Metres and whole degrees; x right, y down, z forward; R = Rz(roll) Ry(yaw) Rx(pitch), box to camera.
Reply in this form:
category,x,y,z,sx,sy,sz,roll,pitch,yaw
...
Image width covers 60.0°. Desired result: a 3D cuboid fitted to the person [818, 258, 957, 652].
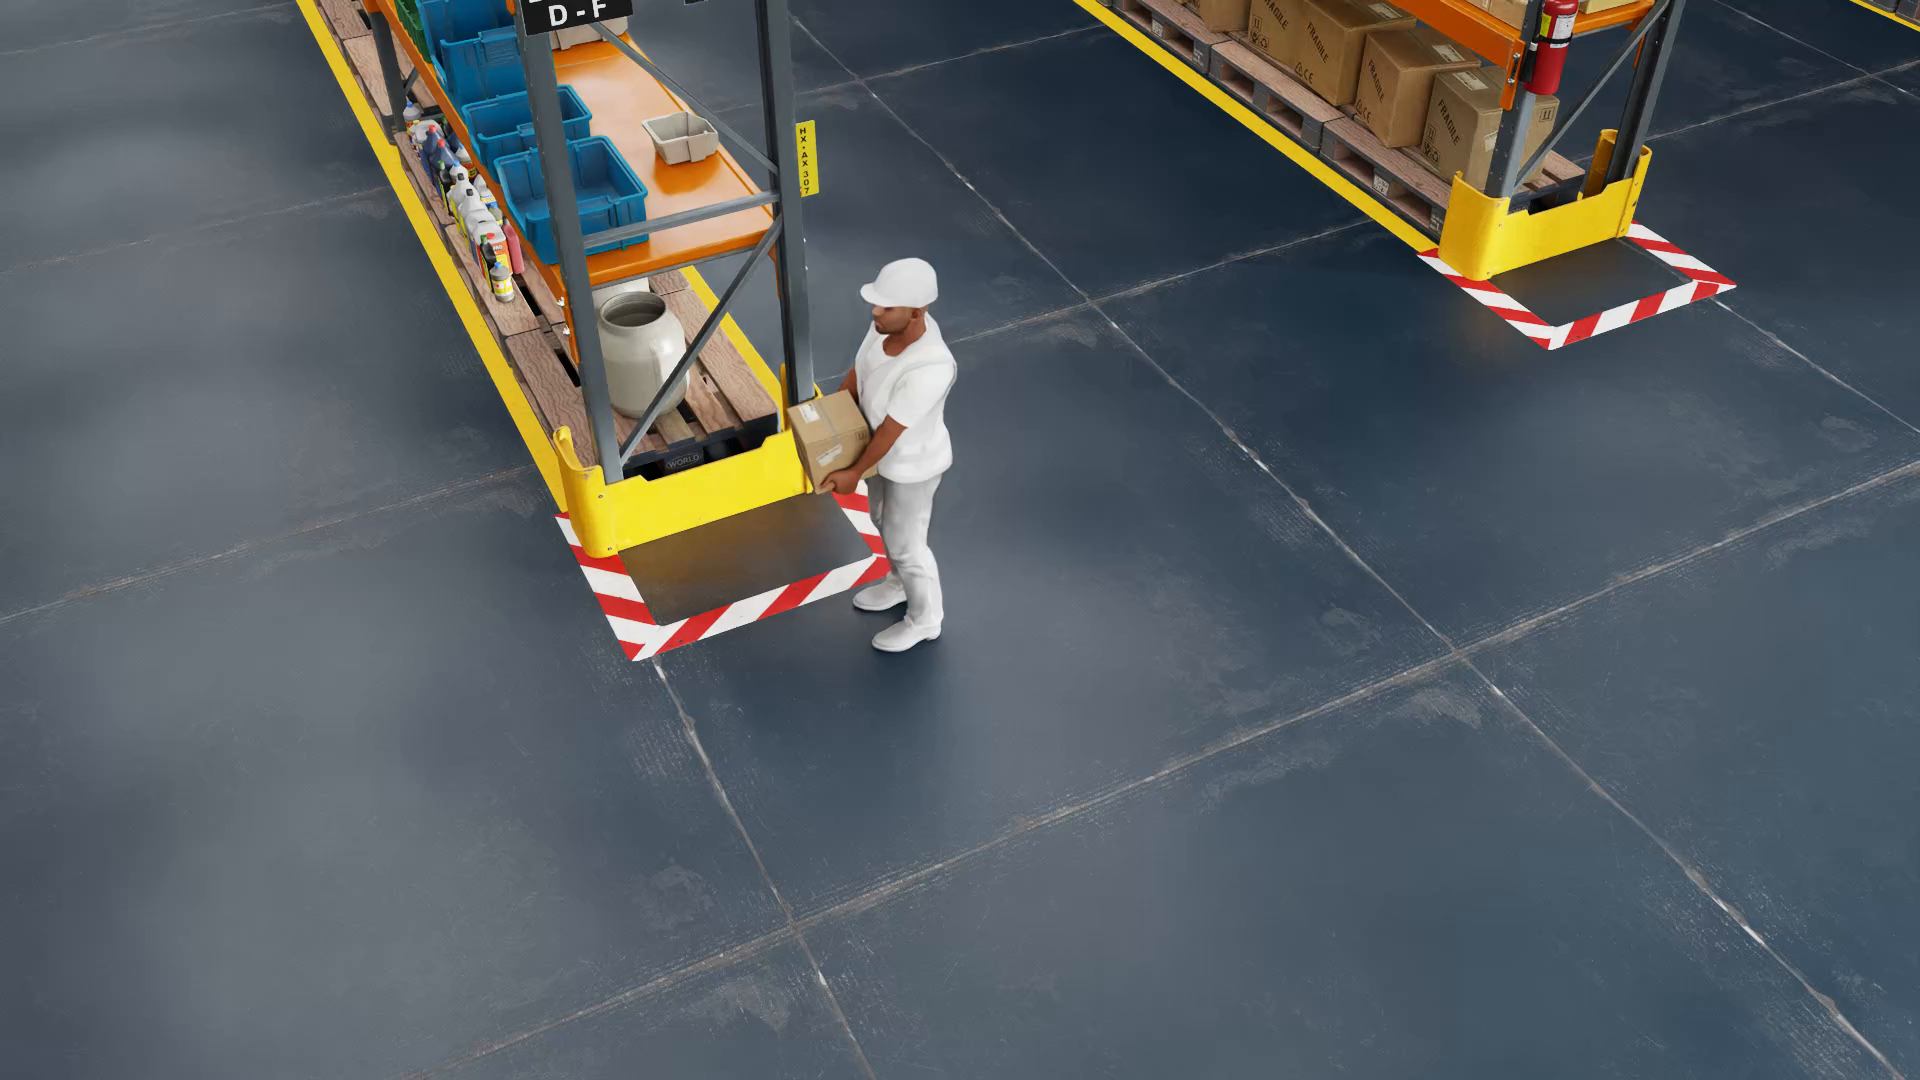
category,x,y,z,sx,sy,sz,roll,pitch,yaw
person,-0.317,-0.303,6.490,0.559,1.763,0.505,-14,43,-15
